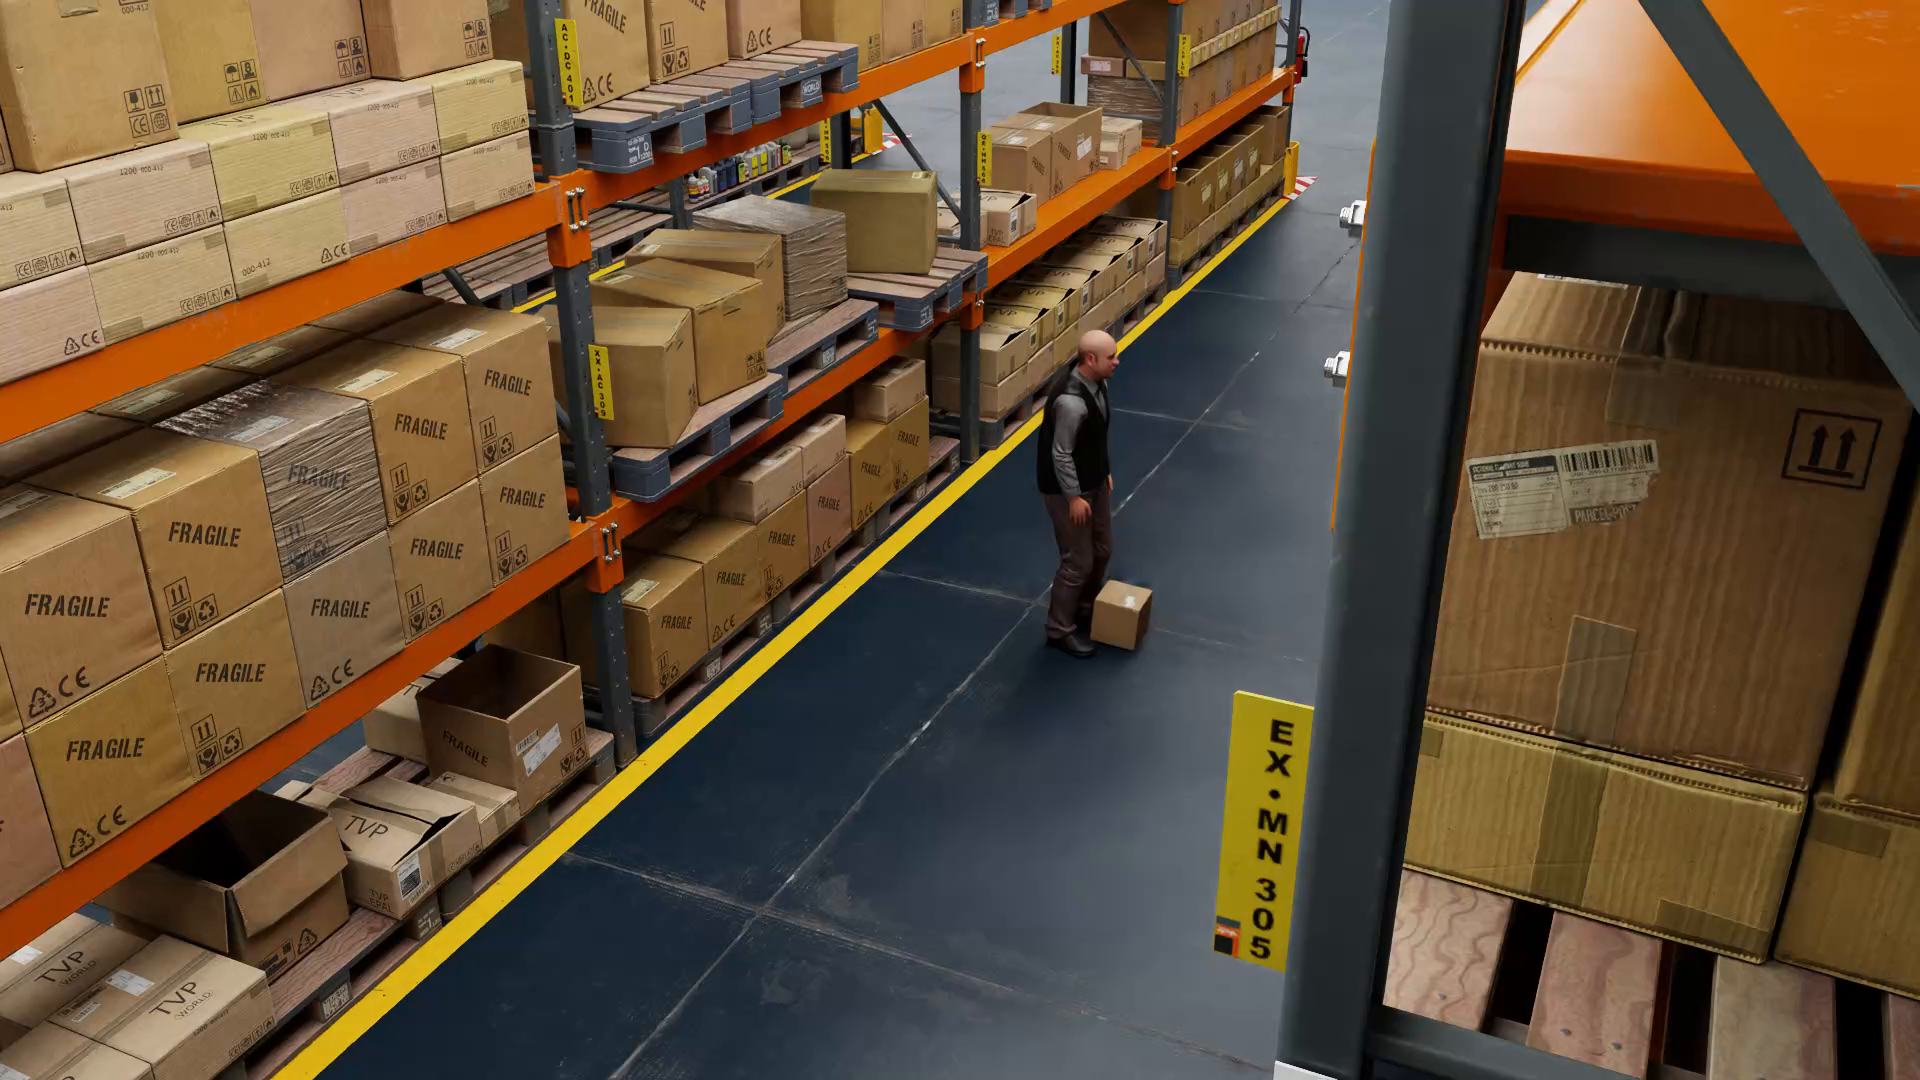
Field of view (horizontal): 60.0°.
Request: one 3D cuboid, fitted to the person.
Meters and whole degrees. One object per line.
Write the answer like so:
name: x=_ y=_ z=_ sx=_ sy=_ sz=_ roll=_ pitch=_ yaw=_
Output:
person: x=0.641 y=-0.227 z=8.723 sx=0.473 sy=1.620 sz=0.569 roll=10 pitch=28 yaw=20
